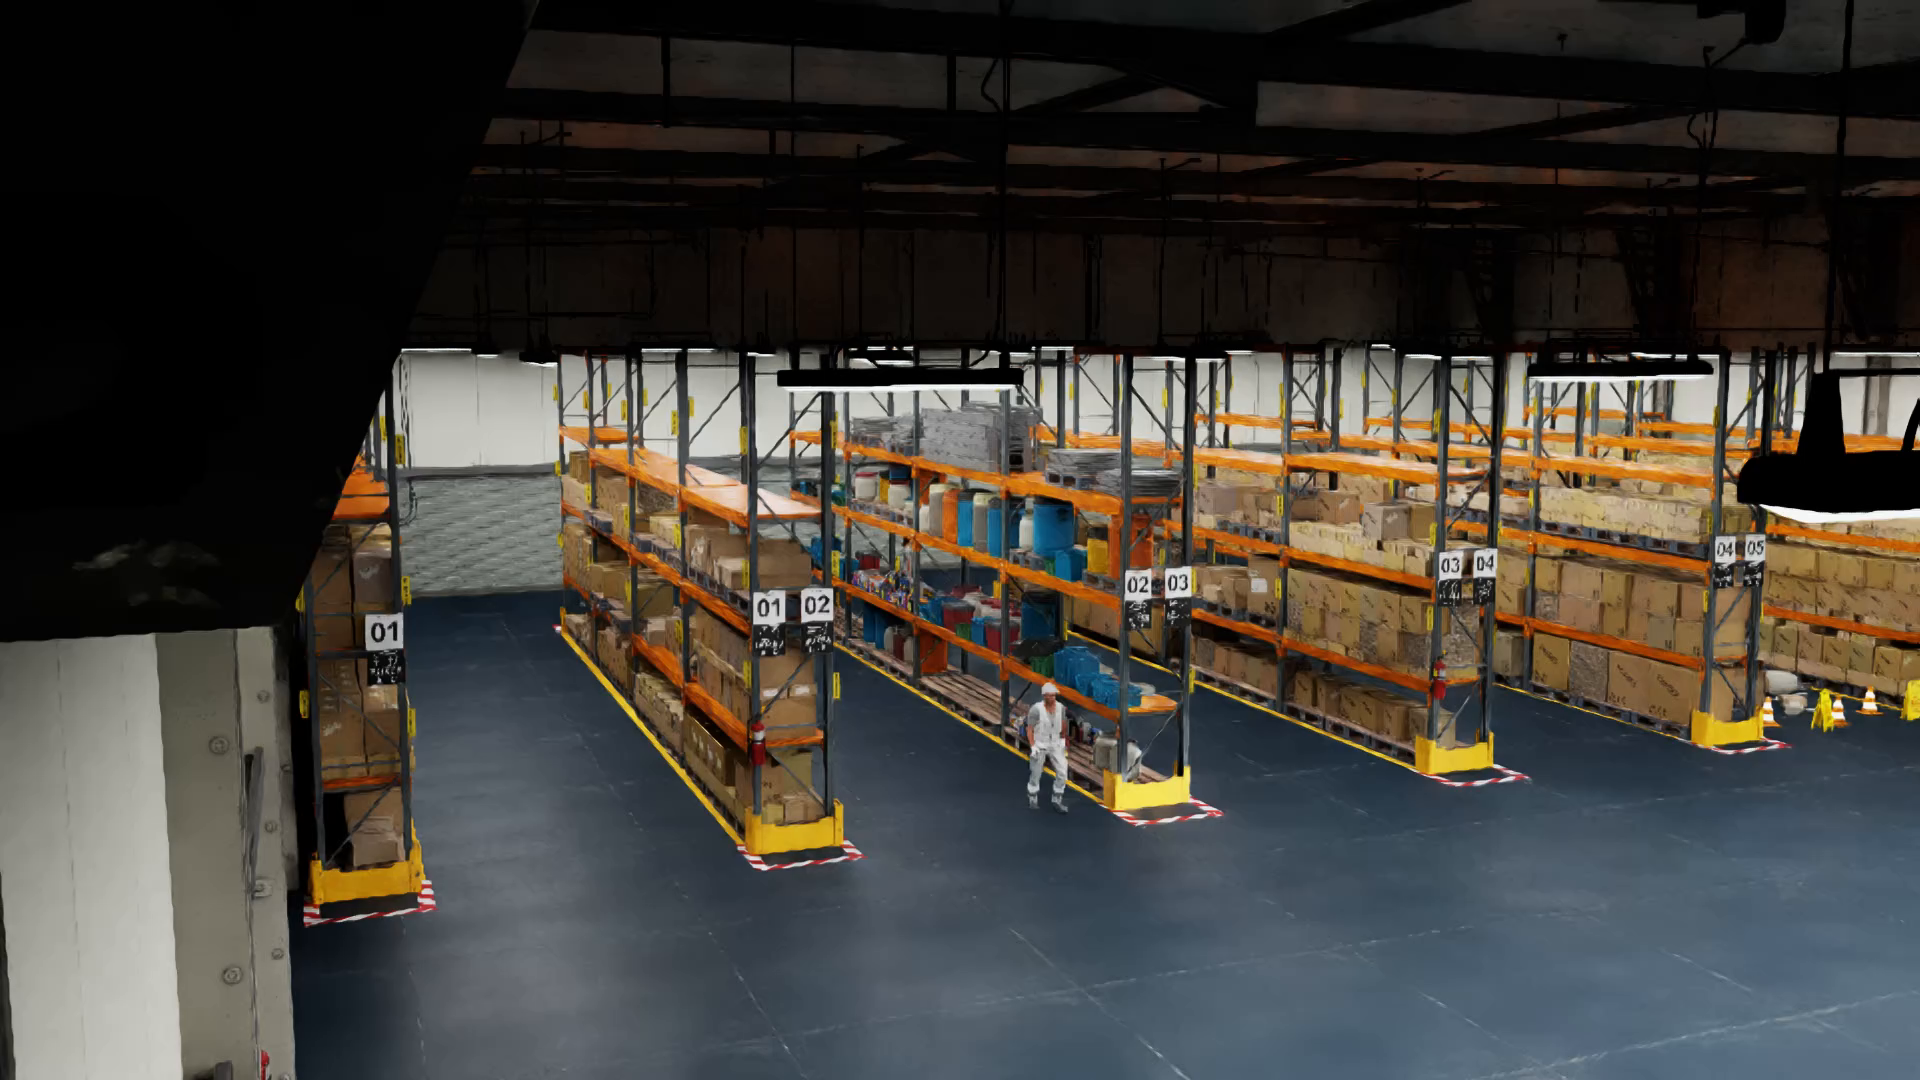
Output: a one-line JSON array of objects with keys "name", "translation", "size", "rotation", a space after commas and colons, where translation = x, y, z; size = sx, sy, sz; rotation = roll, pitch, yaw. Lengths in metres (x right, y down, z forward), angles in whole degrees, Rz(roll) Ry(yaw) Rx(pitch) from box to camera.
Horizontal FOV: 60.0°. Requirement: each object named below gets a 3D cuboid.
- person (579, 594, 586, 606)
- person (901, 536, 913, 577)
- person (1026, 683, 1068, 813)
[{"name": "person", "translation": [-8.330, 0.672, 37.858], "size": [0.661, 1.713, 0.844], "rotation": [-6, 9, -38]}, {"name": "person", "translation": [-1.174, 0.701, 37.711], "size": [0.398, 1.675, 0.549], "rotation": [-1, 7, -5]}, {"name": "person", "translation": [1.138, 2.704, 21.831], "size": [0.615, 1.747, 0.605], "rotation": [-3, 8, -19]}]
